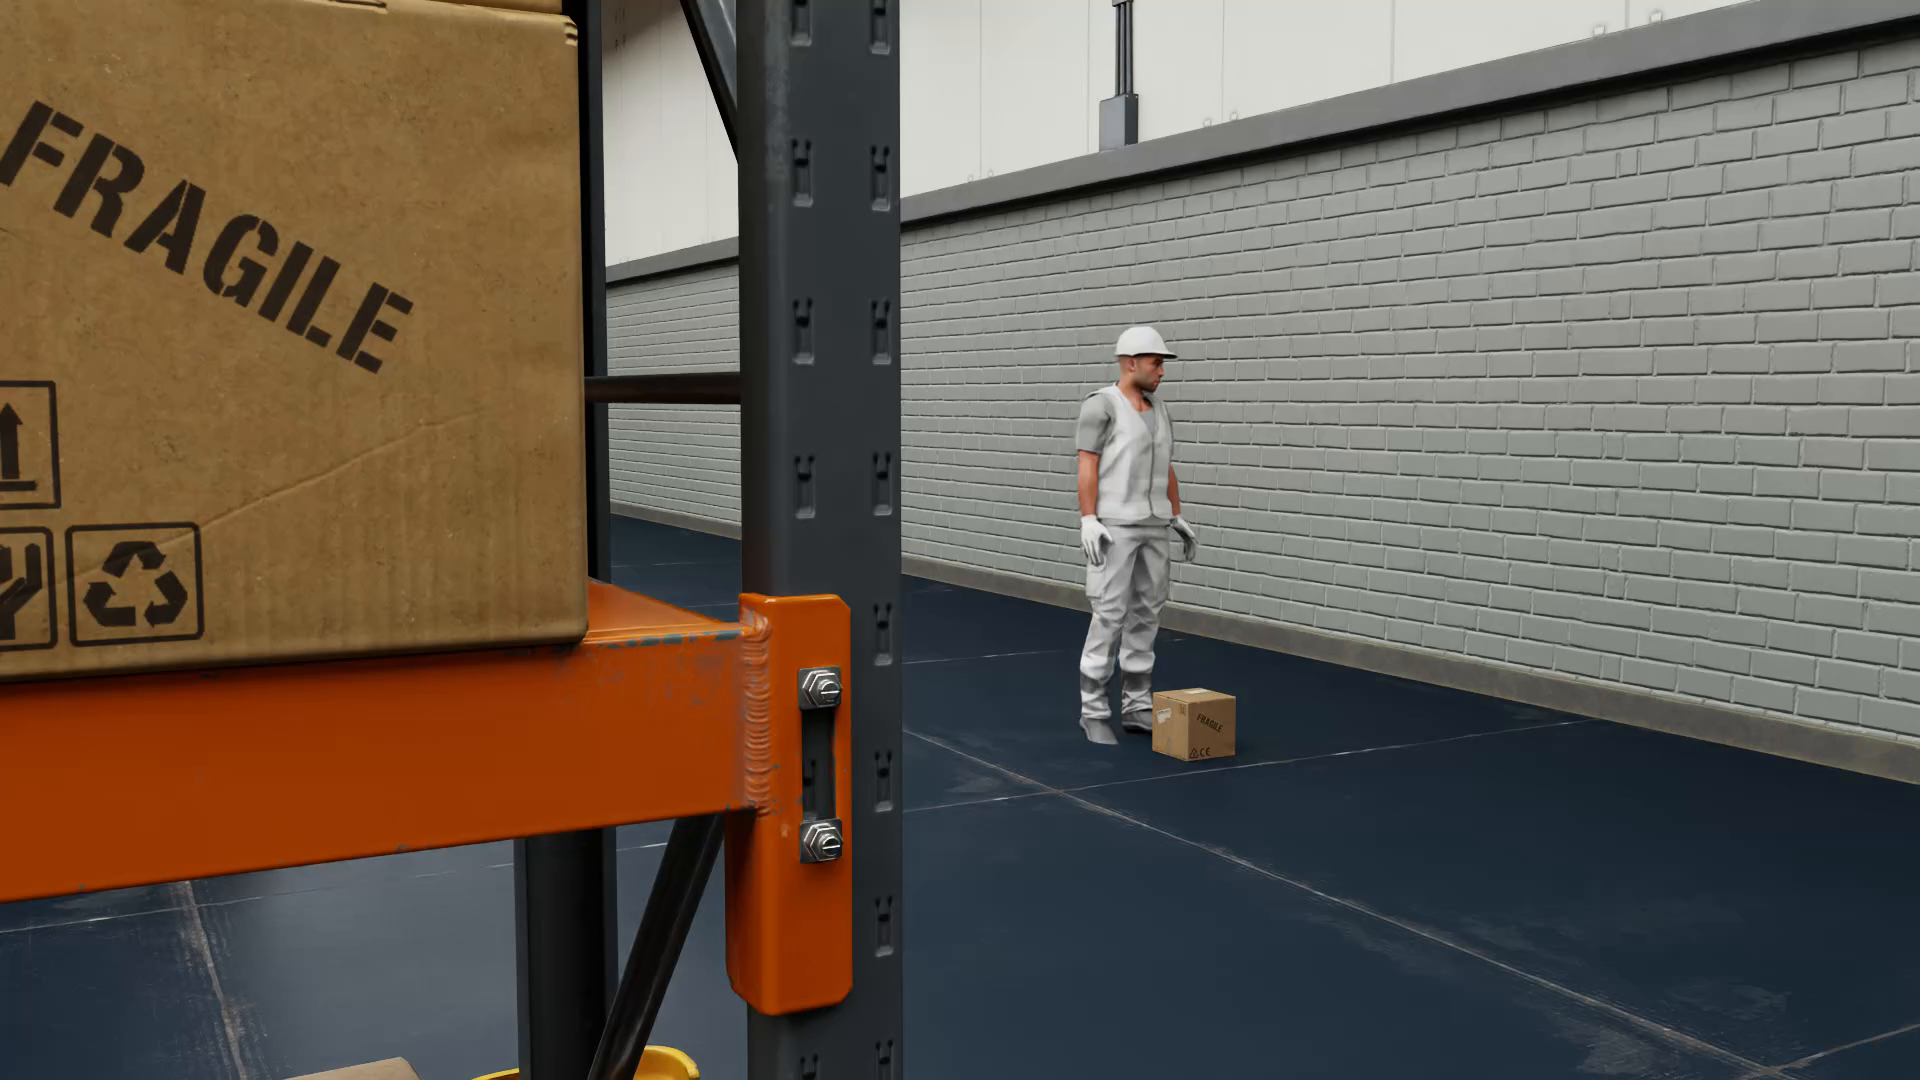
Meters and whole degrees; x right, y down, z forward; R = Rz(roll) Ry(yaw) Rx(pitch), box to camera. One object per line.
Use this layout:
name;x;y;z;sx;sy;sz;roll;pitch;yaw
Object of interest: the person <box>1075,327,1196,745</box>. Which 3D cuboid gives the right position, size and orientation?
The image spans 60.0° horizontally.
person;0.789;-0.013;7.347;0.630;1.849;0.401;-4;6;-36
